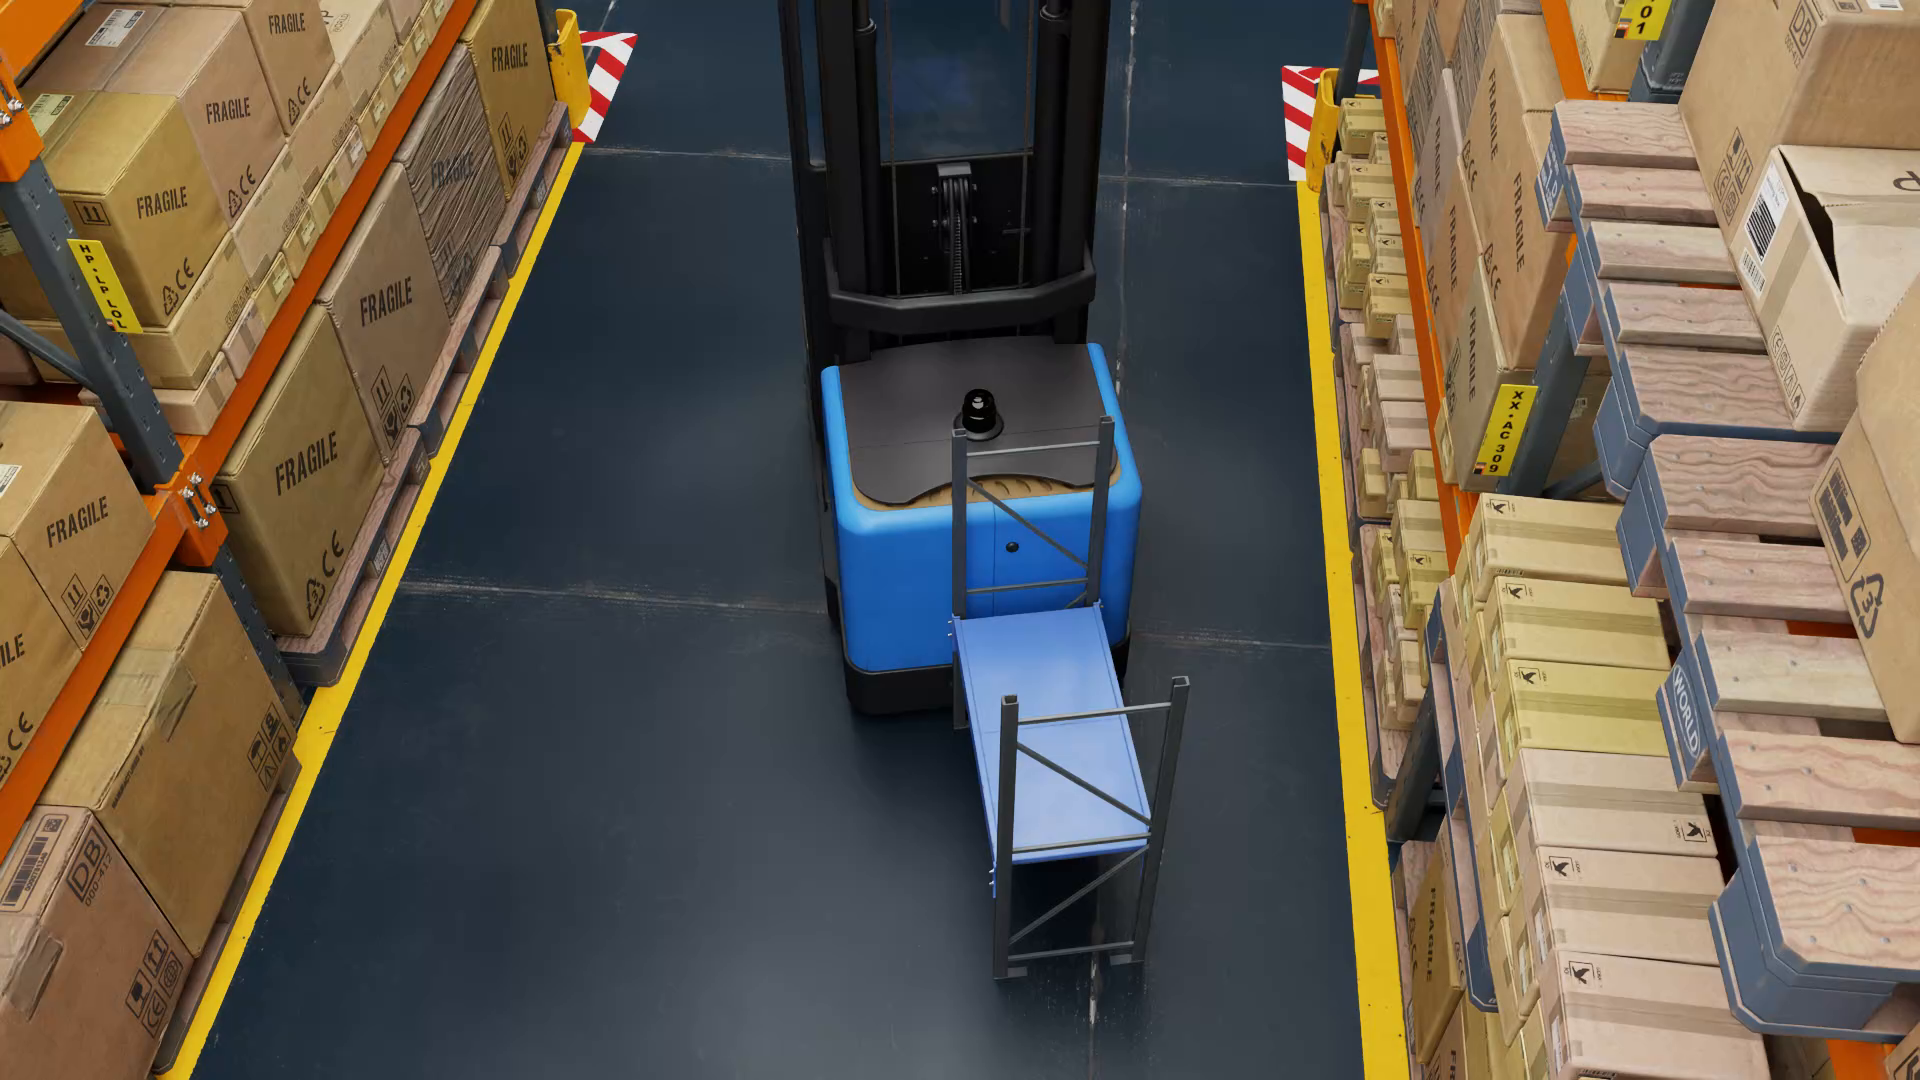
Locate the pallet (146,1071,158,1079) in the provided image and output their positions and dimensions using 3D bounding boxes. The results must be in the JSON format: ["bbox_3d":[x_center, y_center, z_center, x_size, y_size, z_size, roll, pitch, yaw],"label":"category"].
[{"bbox_3d":[-3.042,2.039,4.768,1.003,0.211,1.213,4,48,4],"label":"pallet"}]

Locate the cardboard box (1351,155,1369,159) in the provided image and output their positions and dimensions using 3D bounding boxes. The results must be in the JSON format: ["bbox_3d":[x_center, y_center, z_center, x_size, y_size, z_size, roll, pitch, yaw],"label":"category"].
[{"bbox_3d":[2.053,-1.817,7.851,0.380,0.149,0.250,6,48,5],"label":"cardboard box"}]

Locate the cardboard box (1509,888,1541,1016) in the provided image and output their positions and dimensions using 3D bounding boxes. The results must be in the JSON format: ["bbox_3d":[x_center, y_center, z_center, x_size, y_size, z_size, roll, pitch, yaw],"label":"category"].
[{"bbox_3d":[1.408,0.905,3.599,0.380,0.149,0.250,6,48,5],"label":"cardboard box"}]

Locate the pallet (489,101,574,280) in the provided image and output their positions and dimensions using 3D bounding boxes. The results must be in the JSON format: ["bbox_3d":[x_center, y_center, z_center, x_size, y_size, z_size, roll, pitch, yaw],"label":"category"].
[{"bbox_3d":[-2.568,-1.779,8.260,1.003,0.211,1.213,4,48,4],"label":"pallet"}]

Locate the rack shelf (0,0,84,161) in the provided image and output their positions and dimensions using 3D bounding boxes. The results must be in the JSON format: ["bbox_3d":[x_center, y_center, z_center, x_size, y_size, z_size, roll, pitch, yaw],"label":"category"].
[{"bbox_3d":[-2.756,-2.613,5.588,1.077,0.370,4.000,4,48,4],"label":"rack shelf"}]

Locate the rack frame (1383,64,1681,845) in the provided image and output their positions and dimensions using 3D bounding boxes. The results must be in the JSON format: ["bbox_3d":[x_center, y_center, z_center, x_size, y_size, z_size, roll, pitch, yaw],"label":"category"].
[{"bbox_3d":[1.992,0.034,4.712,1.000,3.000,0.127,4,48,4],"label":"rack frame"}]

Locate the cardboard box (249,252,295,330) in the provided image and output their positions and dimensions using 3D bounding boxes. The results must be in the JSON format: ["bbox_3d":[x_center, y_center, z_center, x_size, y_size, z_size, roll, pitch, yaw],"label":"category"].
[{"bbox_3d":[-2.532,-0.870,5.709,0.380,0.149,0.250,5,48,5],"label":"cardboard box"}]

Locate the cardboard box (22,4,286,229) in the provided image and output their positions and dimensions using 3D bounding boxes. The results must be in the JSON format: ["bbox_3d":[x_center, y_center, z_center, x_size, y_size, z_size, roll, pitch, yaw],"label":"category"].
[{"bbox_3d":[-2.587,-1.372,5.390,0.500,0.500,0.500,4,48,4],"label":"cardboard box"}]

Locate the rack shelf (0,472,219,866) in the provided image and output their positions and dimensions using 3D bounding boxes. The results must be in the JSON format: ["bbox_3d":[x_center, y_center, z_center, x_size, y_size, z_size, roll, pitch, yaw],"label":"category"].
[{"bbox_3d":[-3.120,1.339,4.006,1.077,0.370,4.000,4,48,4],"label":"rack shelf"}]

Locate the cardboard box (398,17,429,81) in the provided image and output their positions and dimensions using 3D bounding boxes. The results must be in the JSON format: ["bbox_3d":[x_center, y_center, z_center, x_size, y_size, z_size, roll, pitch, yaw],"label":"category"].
[{"bbox_3d":[-2.393,-2.003,6.745,0.380,0.149,0.250,4,48,4],"label":"cardboard box"}]

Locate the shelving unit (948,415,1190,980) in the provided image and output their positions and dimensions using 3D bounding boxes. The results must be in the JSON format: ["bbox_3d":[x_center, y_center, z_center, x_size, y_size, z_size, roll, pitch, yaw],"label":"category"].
[{"bbox_3d":[0.291,0.530,5.275,0.538,1.500,1.048,-6,48,-5],"label":"shelving unit"}]

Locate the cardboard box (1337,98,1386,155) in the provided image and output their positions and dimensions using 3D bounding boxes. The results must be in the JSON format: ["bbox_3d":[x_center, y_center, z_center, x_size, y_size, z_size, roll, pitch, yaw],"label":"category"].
[{"bbox_3d":[1.971,-1.923,7.746,0.380,0.149,0.250,2,48,2],"label":"cardboard box"}]

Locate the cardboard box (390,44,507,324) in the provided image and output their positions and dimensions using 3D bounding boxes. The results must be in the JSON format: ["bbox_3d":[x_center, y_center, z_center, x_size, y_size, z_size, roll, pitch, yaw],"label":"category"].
[{"bbox_3d":[-2.635,-1.593,7.356,0.875,0.875,0.875,4,48,4],"label":"cardboard box"}]

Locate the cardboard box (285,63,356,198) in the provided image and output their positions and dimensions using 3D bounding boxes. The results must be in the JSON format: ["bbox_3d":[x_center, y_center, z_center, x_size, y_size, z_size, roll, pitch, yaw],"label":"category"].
[{"bbox_3d":[-2.542,-1.497,6.012,0.500,0.250,0.500,5,48,4],"label":"cardboard box"}]

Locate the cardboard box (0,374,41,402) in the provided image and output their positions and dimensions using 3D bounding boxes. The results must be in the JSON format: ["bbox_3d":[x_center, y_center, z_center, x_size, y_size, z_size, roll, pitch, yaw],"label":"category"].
[{"bbox_3d":[-3.236,-0.535,5.403,0.380,0.149,0.250,4,48,4],"label":"cardboard box"}]

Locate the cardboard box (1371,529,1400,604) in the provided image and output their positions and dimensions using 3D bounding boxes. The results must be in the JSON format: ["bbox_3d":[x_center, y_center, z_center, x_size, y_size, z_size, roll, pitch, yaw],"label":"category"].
[{"bbox_3d":[1.724,0.104,6.094,0.380,0.149,0.250,2,48,2],"label":"cardboard box"}]

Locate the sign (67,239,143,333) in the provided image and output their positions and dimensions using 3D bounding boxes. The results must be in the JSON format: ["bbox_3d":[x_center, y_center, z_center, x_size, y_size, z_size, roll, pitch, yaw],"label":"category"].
[{"bbox_3d":[-2.397,-0.708,4.660,0.100,0.325,0.005,4,48,4],"label":"sign"}]

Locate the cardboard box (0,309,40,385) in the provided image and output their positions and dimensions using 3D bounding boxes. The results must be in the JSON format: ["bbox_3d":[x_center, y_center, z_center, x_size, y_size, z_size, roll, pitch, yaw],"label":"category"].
[{"bbox_3d":[-3.159,-0.765,5.343,0.500,0.250,0.500,3,48,3],"label":"cardboard box"}]

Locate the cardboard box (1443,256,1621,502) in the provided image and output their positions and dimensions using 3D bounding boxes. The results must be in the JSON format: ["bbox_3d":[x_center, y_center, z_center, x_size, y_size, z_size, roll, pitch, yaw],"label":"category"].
[{"bbox_3d":[1.755,-0.474,4.908,0.500,0.500,0.500,4,48,4],"label":"cardboard box"}]

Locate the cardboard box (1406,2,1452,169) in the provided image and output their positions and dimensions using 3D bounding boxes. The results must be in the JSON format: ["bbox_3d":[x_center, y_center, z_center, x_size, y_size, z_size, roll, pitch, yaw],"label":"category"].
[{"bbox_3d":[1.920,-1.599,5.936,0.500,0.500,0.500,3,48,3],"label":"cardboard box"}]

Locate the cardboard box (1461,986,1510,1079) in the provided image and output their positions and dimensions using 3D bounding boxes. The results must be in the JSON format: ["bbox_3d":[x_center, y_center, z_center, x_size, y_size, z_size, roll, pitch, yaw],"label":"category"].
[{"bbox_3d":[1.616,1.400,4.364,0.500,0.250,0.500,5,48,5],"label":"cardboard box"}]

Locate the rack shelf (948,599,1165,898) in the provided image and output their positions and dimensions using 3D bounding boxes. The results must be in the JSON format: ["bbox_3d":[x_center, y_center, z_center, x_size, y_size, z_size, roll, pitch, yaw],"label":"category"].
[{"bbox_3d":[0.291,0.652,5.407,0.538,0.185,1.000,-6,48,-5],"label":"rack shelf"}]

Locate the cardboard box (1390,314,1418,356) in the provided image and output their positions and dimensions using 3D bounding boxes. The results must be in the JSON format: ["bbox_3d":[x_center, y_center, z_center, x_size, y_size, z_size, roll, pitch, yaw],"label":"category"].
[{"bbox_3d":[1.943,-0.764,6.686,0.380,0.149,0.250,4,48,4],"label":"cardboard box"}]

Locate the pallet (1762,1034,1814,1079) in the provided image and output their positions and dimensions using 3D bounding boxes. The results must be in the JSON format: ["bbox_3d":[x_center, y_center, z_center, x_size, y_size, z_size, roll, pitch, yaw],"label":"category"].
[{"bbox_3d":[1.767,1.581,3.427,1.003,0.211,1.213,4,48,4],"label":"pallet"}]

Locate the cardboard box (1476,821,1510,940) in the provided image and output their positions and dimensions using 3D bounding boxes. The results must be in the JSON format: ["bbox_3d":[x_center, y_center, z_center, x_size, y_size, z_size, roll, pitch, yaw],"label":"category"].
[{"bbox_3d":[1.428,0.808,3.890,0.380,0.149,0.250,4,48,4],"label":"cardboard box"}]

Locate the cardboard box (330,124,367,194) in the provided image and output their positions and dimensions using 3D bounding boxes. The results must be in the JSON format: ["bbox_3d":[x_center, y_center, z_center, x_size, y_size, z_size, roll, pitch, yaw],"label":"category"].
[{"bbox_3d":[-2.462,-1.436,6.227,0.380,0.149,0.250,4,48,4],"label":"cardboard box"}]

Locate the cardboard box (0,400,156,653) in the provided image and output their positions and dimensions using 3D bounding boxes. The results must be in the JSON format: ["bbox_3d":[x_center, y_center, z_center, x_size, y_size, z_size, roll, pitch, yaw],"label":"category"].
[{"bbox_3d":[-2.709,-0.045,4.717,0.500,0.500,0.500,4,48,4],"label":"cardboard box"}]

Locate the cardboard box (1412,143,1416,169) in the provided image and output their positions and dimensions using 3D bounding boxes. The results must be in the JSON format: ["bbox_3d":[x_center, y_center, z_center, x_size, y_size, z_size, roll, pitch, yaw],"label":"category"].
[{"bbox_3d":[1.909,-1.454,6.244,0.380,0.149,0.250,5,48,5],"label":"cardboard box"}]

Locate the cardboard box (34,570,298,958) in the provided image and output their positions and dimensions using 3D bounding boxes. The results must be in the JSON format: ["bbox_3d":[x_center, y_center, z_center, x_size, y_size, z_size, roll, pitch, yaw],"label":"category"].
[{"bbox_3d":[-2.976,0.673,5.282,1.225,0.875,0.875,4,48,4],"label":"cardboard box"}]

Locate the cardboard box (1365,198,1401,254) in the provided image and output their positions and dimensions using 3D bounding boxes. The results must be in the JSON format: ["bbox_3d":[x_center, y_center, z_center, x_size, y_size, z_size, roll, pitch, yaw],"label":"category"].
[{"bbox_3d":[1.975,-1.348,7.220,0.380,0.149,0.250,2,48,2],"label":"cardboard box"}]

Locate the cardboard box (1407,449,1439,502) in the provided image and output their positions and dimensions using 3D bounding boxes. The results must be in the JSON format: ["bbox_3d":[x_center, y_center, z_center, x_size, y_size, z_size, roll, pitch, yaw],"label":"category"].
[{"bbox_3d":[1.866,-0.184,6.156,0.380,0.149,0.250,5,48,5],"label":"cardboard box"}]

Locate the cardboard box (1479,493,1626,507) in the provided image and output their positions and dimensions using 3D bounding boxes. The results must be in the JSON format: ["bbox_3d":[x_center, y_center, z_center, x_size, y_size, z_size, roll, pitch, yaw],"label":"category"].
[{"bbox_3d":[1.785,-0.107,5.011,0.380,0.149,0.250,3,48,3],"label":"cardboard box"}]

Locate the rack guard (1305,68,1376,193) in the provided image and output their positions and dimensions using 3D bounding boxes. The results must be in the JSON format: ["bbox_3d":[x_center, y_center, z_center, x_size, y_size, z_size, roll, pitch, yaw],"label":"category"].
[{"bbox_3d":[2.350,-2.006,8.271,1.175,0.500,0.348,4,48,4],"label":"rack guard"}]

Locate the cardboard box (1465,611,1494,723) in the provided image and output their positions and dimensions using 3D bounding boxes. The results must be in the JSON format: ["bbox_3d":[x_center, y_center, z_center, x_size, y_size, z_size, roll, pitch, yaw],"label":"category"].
[{"bbox_3d":[1.477,0.326,4.129,0.380,0.149,0.250,3,48,3],"label":"cardboard box"}]

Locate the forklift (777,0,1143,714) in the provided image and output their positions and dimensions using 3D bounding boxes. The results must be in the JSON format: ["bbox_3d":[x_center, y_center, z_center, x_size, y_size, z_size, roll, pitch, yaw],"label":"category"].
[{"bbox_3d":[-0.083,-1.450,6.116,1.130,2.935,3.031,-6,48,-5],"label":"forklift"}]

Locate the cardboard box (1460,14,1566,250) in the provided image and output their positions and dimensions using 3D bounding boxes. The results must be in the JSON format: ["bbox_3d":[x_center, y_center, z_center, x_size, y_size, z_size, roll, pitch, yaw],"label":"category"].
[{"bbox_3d":[1.808,-1.181,4.876,0.500,0.500,0.500,3,48,2],"label":"cardboard box"}]

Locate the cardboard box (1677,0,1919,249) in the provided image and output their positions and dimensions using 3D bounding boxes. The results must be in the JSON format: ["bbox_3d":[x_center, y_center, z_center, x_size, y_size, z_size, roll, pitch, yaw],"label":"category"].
[{"bbox_3d":[1.848,-0.882,3.165,0.700,0.500,0.500,4,48,4],"label":"cardboard box"}]

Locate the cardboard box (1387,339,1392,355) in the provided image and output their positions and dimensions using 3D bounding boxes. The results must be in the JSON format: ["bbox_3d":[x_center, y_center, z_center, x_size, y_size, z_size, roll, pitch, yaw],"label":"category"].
[{"bbox_3d":[1.994,-0.849,6.966,0.380,0.149,0.250,6,48,6],"label":"cardboard box"}]

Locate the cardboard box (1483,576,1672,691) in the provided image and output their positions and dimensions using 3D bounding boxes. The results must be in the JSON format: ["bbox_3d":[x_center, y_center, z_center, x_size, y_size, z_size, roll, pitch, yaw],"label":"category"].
[{"bbox_3d":[1.479,0.240,4.006,0.380,0.149,0.250,5,48,5],"label":"cardboard box"}]

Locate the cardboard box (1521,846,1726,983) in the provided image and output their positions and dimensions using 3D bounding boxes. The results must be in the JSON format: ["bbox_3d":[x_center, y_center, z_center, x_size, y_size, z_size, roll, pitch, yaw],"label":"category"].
[{"bbox_3d":[1.405,0.800,3.494,0.380,0.149,0.250,4,48,3],"label":"cardboard box"}]

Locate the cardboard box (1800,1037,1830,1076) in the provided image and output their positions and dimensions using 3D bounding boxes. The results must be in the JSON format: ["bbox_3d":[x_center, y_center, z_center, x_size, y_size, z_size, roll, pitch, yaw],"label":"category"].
[{"bbox_3d":[2.063,1.045,3.673,0.380,0.149,0.250,2,48,2],"label":"cardboard box"}]

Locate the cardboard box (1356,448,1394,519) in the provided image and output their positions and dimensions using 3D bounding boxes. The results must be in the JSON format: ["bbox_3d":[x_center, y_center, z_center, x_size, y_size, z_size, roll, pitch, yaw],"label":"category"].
[{"bbox_3d":[1.783,-0.217,6.589,0.380,0.149,0.250,4,48,3],"label":"cardboard box"}]

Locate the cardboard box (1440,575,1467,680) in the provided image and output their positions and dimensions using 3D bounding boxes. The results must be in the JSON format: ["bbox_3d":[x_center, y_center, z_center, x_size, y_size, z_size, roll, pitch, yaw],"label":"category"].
[{"bbox_3d":[1.498,0.236,4.413,0.380,0.149,0.250,2,48,2],"label":"cardboard box"}]

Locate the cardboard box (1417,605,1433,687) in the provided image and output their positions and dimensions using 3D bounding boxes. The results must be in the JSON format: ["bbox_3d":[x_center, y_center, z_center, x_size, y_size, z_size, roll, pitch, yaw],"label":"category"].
[{"bbox_3d":[1.765,0.375,5.644,0.380,0.149,0.250,5,48,5],"label":"cardboard box"}]

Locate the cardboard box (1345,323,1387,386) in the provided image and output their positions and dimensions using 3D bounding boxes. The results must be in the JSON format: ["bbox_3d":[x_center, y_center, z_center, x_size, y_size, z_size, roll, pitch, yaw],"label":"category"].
[{"bbox_3d":[1.862,-0.789,7.112,0.380,0.149,0.250,2,48,2],"label":"cardboard box"}]

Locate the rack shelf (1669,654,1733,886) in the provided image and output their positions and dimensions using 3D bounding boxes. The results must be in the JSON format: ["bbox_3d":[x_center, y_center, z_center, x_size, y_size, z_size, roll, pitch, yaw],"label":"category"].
[{"bbox_3d":[1.810,1.747,3.633,1.077,0.370,4.000,4,48,4],"label":"rack shelf"}]

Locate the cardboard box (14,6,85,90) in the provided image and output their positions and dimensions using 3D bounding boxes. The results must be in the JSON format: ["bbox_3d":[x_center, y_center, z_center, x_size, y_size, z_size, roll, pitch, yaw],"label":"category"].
[{"bbox_3d":[-3.112,-1.400,5.416,0.500,0.500,0.500,4,48,4],"label":"cardboard box"}]

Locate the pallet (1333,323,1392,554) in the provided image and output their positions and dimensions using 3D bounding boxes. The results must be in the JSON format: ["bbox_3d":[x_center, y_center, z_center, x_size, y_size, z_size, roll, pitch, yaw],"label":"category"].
[{"bbox_3d":[2.127,-0.419,7.016,1.003,0.211,1.213,4,48,4],"label":"pallet"}]

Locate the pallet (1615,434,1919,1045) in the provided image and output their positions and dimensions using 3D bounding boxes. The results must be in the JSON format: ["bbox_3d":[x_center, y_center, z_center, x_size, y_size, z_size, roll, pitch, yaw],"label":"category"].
[{"bbox_3d":[1.739,0.294,2.569,1.213,0.211,1.003,4,48,4],"label":"pallet"}]

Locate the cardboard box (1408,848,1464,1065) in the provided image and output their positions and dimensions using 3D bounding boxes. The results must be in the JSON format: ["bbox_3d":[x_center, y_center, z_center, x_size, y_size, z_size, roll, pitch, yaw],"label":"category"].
[{"bbox_3d":[1.661,1.261,4.999,0.500,0.500,0.500,6,48,5],"label":"cardboard box"}]
